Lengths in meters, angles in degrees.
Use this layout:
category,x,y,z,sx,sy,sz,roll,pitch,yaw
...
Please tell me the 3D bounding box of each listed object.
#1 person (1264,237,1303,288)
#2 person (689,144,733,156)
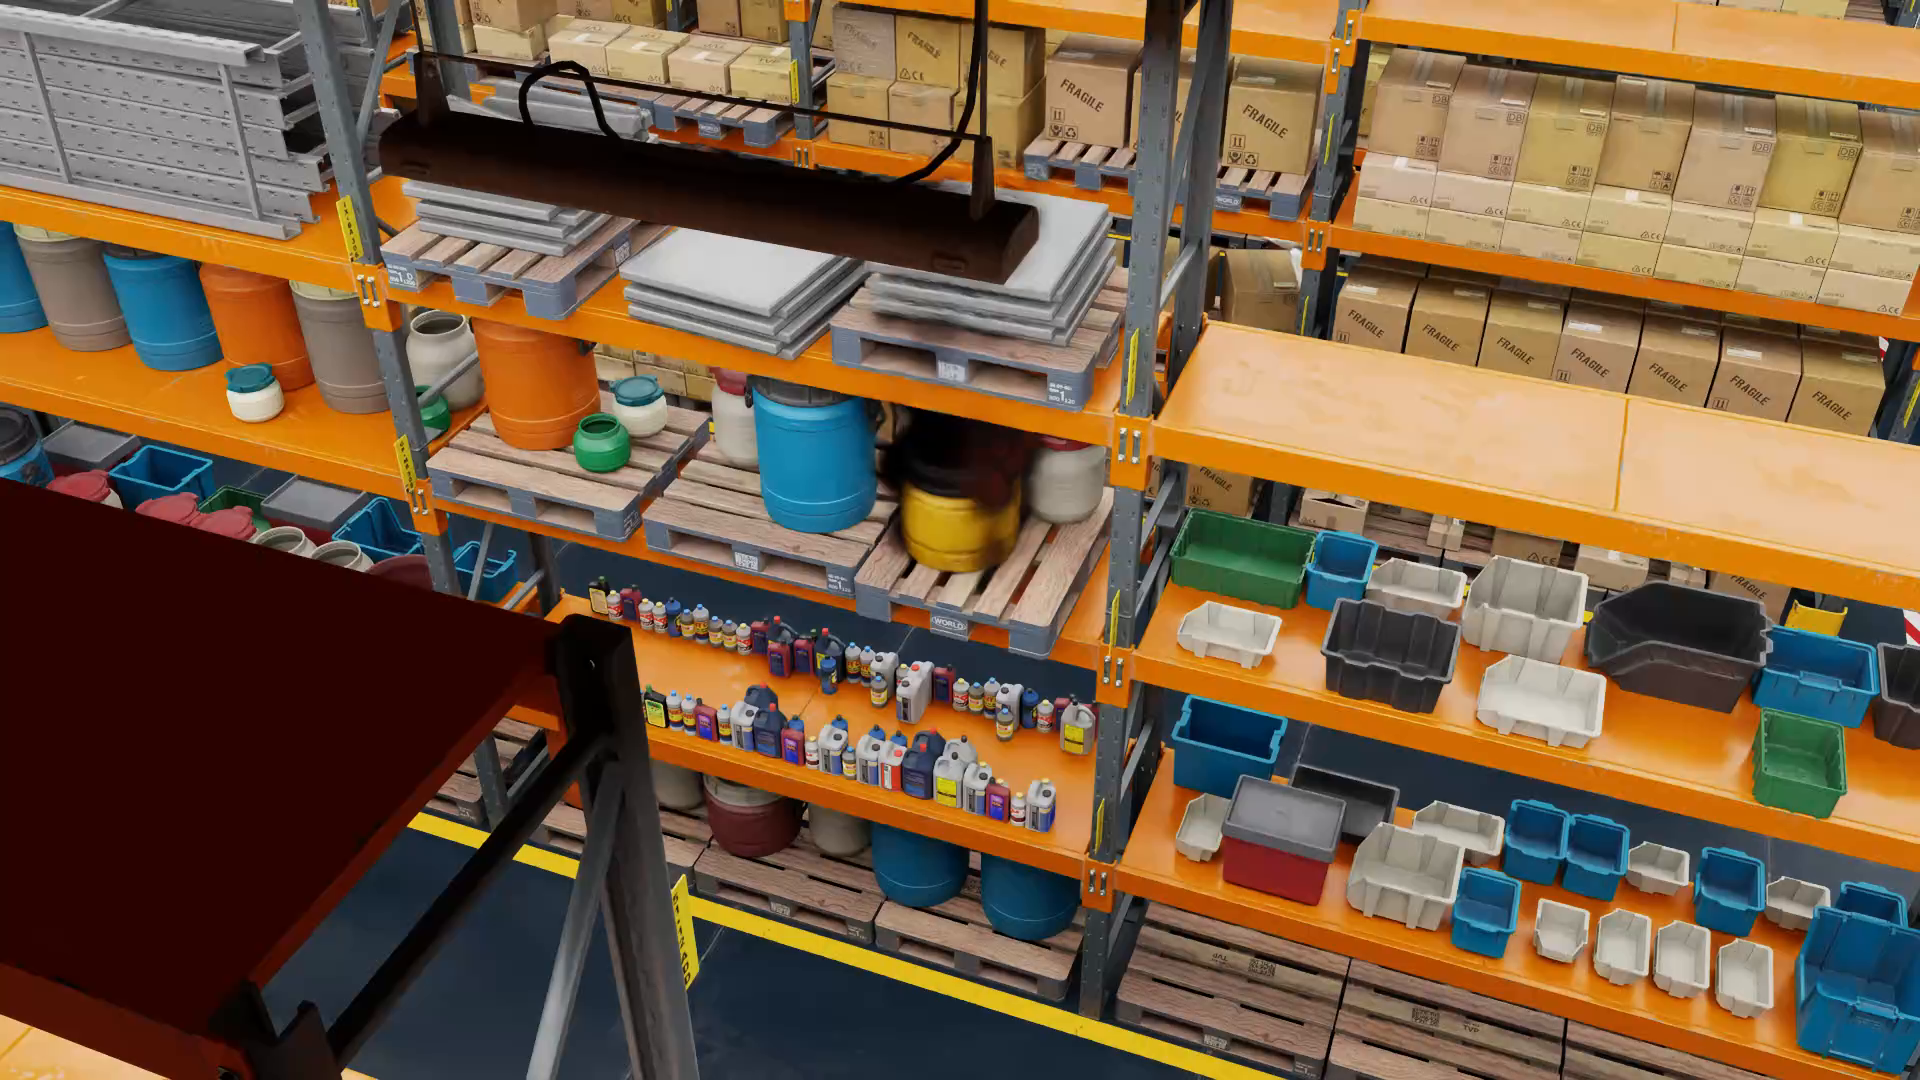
category,x,y,z,sx,sy,sz,roll,pitch,yaw
person,2.829,-1.900,14.491,0.849,1.813,0.679,14,39,18
person,-2.494,-3.424,16.559,0.664,1.735,0.704,8,37,11
